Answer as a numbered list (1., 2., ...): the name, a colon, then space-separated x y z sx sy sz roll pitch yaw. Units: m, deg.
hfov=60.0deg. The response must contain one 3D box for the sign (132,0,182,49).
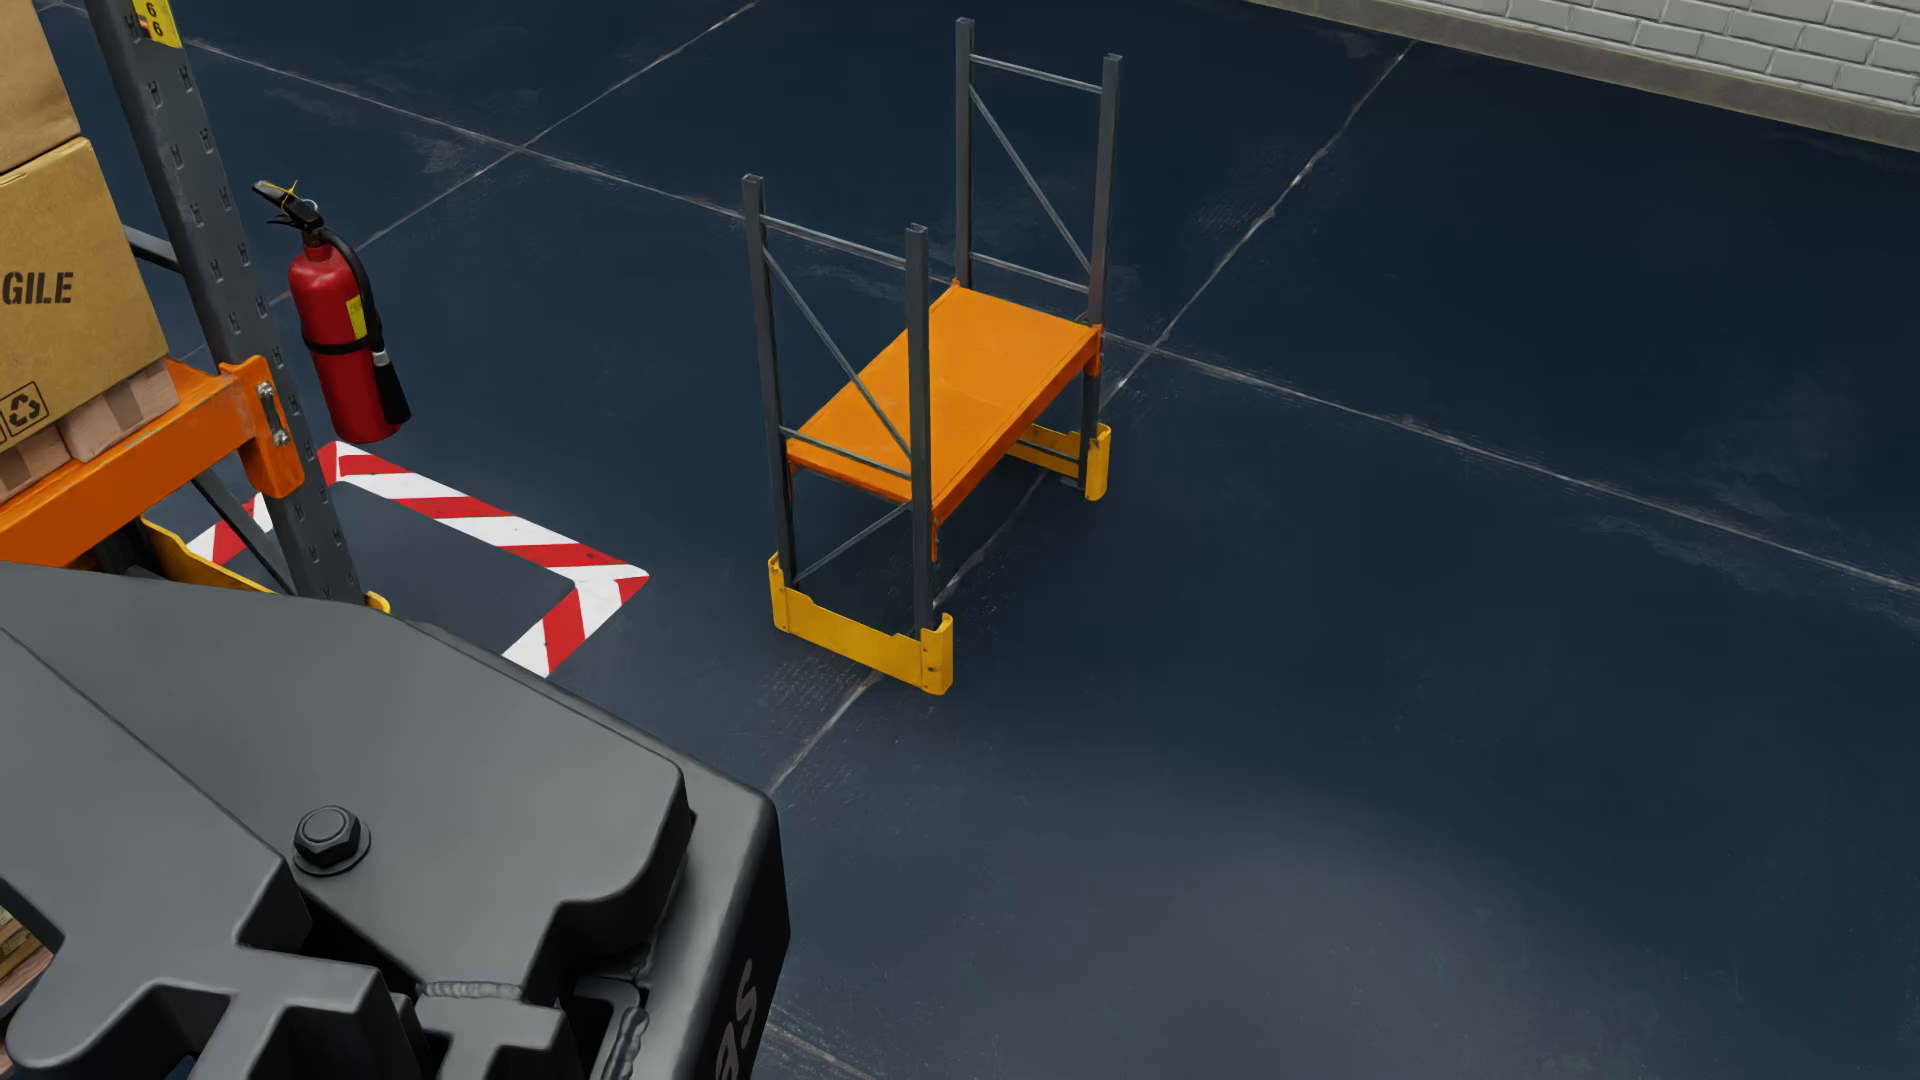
1. sign: -1.530 -1.077 3.088 0.100 0.325 0.005 21 45 22

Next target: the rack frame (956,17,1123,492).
1. rack frame: 0.212 -0.805 5.029 0.500 1.500 0.032 21 45 22

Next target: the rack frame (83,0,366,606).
1. rack frame: -2.001 -0.719 3.797 1.000 3.000 0.127 21 45 22

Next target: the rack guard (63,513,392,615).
1. rack guard: -2.039 0.263 4.573 1.175 0.500 0.348 21 45 22

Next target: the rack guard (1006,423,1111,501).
1. rack guard: 0.211 -0.335 5.441 0.587 0.250 0.087 21 45 22

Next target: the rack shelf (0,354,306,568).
1. rack shelf: -3.002 0.696 2.735 1.077 0.370 4.000 21 45 22

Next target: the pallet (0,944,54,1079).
1. pallet: -2.476 0.824 4.154 1.003 0.211 1.213 21 45 22

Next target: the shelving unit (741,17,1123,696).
1. shelving unit: -0.038 -0.519 4.705 0.587 1.500 1.083 21 45 22

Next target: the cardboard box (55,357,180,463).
1. cardboard box: -1.919 -0.344 3.562 0.380 0.149 0.250 21 46 22

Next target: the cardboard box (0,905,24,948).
1. cardboard box: -2.276 0.776 3.713 0.380 0.149 0.250 19 45 20

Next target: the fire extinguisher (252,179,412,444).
1. fire extinguisher: -1.475 -0.541 3.936 0.296 0.674 0.183 21 45 22

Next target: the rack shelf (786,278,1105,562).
1. rack shelf: -0.043 -0.379 4.818 0.538 0.185 1.000 21 45 22

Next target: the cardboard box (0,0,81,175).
1. cardboard box: -2.014 -0.899 2.944 0.500 0.500 0.500 20 45 21

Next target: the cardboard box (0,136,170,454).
1. cardboard box: -2.003 -0.526 3.277 0.500 0.500 0.500 22 46 23

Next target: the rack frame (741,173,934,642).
1. rack frame: -0.297 -0.223 4.369 0.500 1.500 0.032 21 45 22

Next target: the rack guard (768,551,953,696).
1. rack guard: -0.287 0.235 4.794 0.587 0.250 0.087 21 45 22

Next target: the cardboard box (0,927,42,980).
1. cardboard box: -2.331 0.867 3.835 0.380 0.149 0.250 21 45 22

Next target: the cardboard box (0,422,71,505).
1. cardboard box: -2.076 -0.215 3.414 0.380 0.149 0.250 21 45 22
